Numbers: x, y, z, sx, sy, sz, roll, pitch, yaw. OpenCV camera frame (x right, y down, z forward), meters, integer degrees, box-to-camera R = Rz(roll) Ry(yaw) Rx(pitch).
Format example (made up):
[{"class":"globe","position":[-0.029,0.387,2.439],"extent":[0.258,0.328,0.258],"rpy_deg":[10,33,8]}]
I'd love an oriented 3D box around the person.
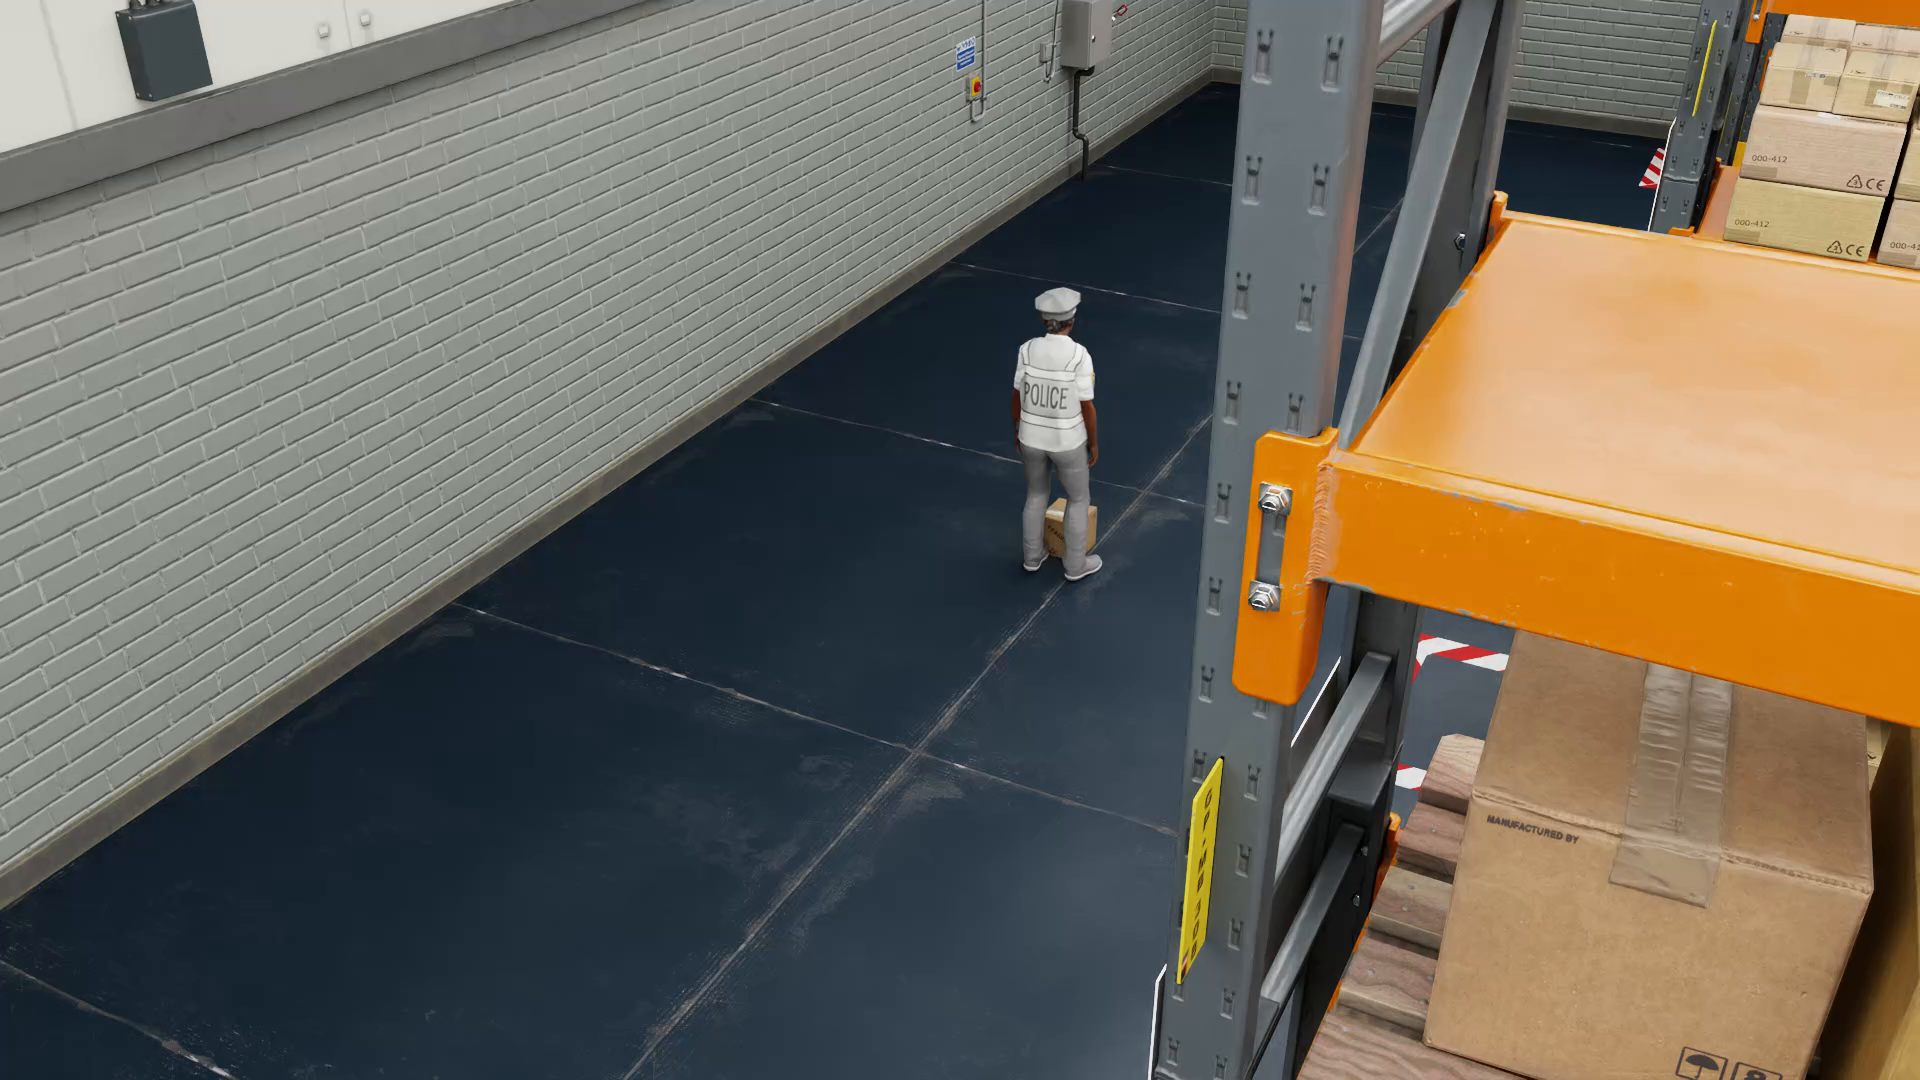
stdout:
[{"class":"person","position":[0.540,-0.559,9.245],"extent":[0.526,1.658,0.396],"rpy_deg":[12,32,20]}]
